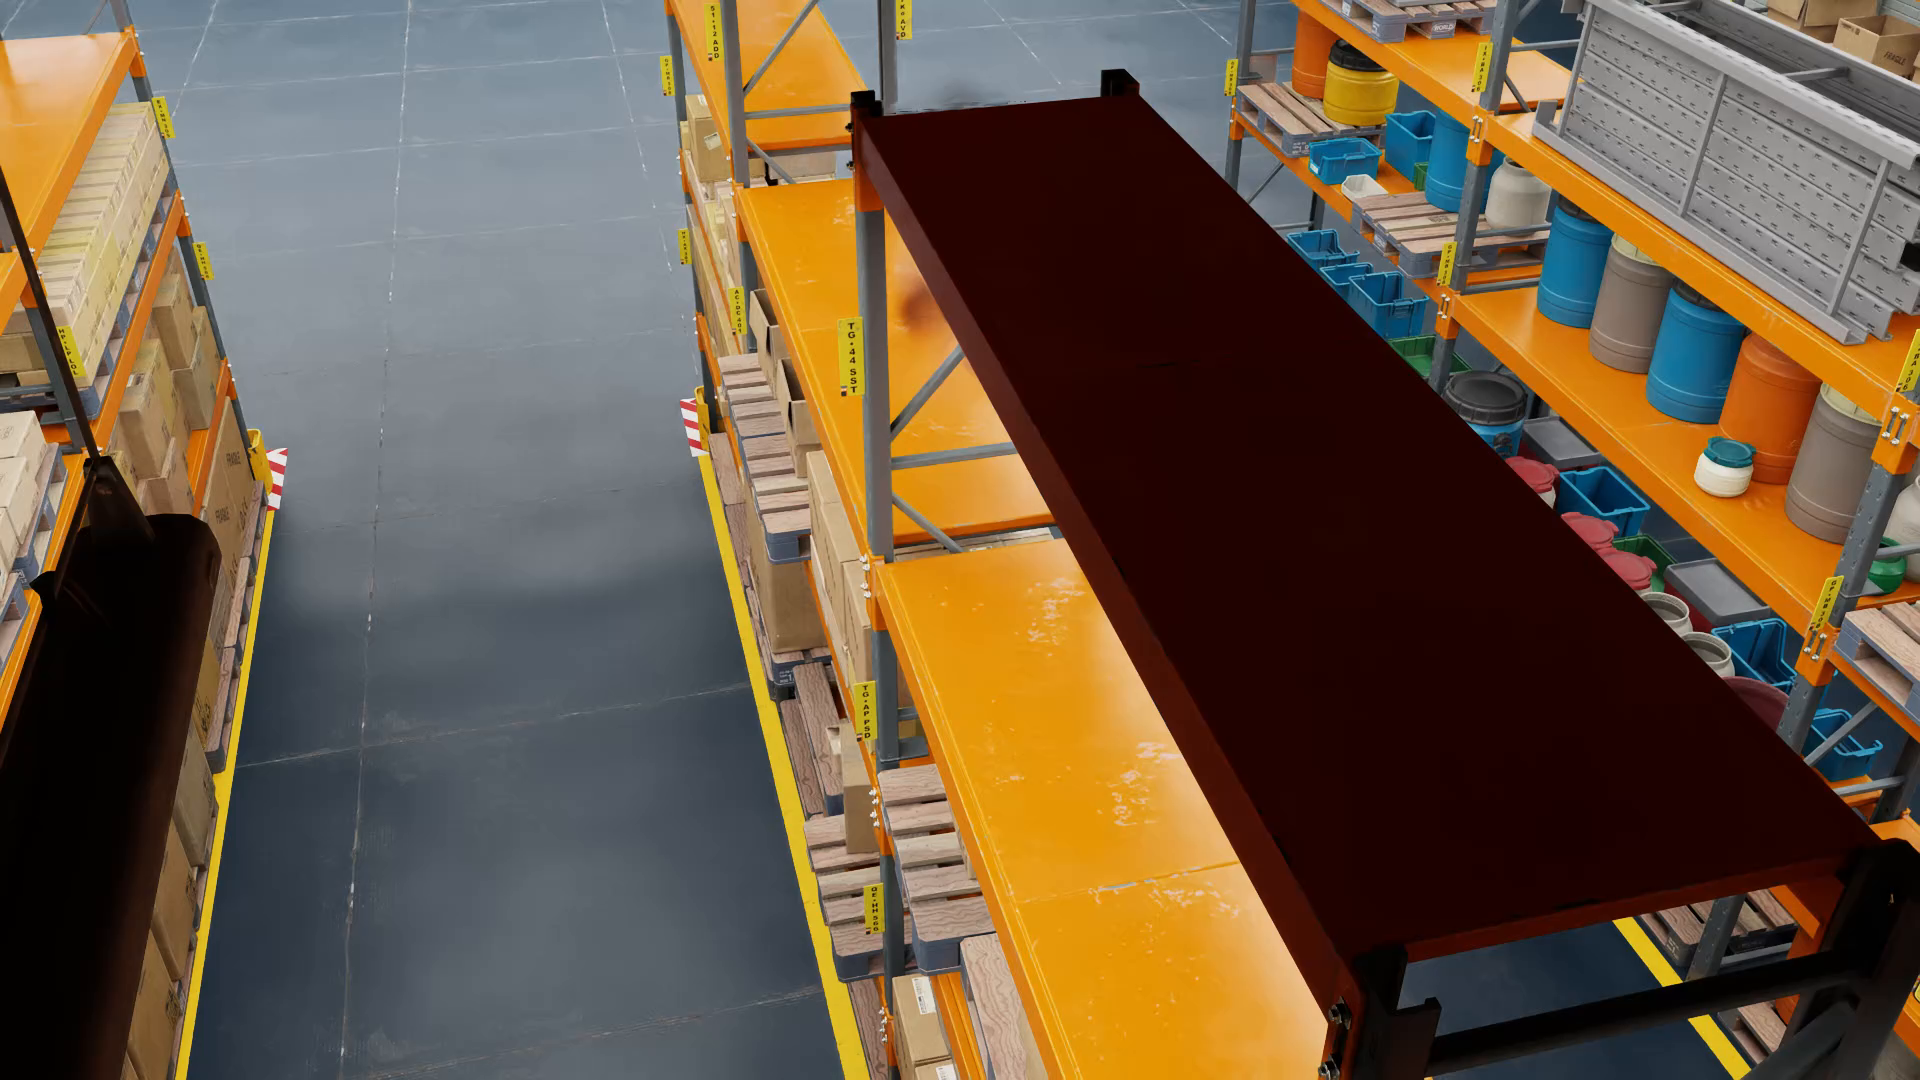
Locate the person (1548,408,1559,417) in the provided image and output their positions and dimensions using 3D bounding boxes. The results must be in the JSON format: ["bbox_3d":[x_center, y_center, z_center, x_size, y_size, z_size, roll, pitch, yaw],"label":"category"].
[{"bbox_3d":[5.117,-1.042,14.165,0.563,1.632,0.697,-3,35,-5],"label":"person"}]
